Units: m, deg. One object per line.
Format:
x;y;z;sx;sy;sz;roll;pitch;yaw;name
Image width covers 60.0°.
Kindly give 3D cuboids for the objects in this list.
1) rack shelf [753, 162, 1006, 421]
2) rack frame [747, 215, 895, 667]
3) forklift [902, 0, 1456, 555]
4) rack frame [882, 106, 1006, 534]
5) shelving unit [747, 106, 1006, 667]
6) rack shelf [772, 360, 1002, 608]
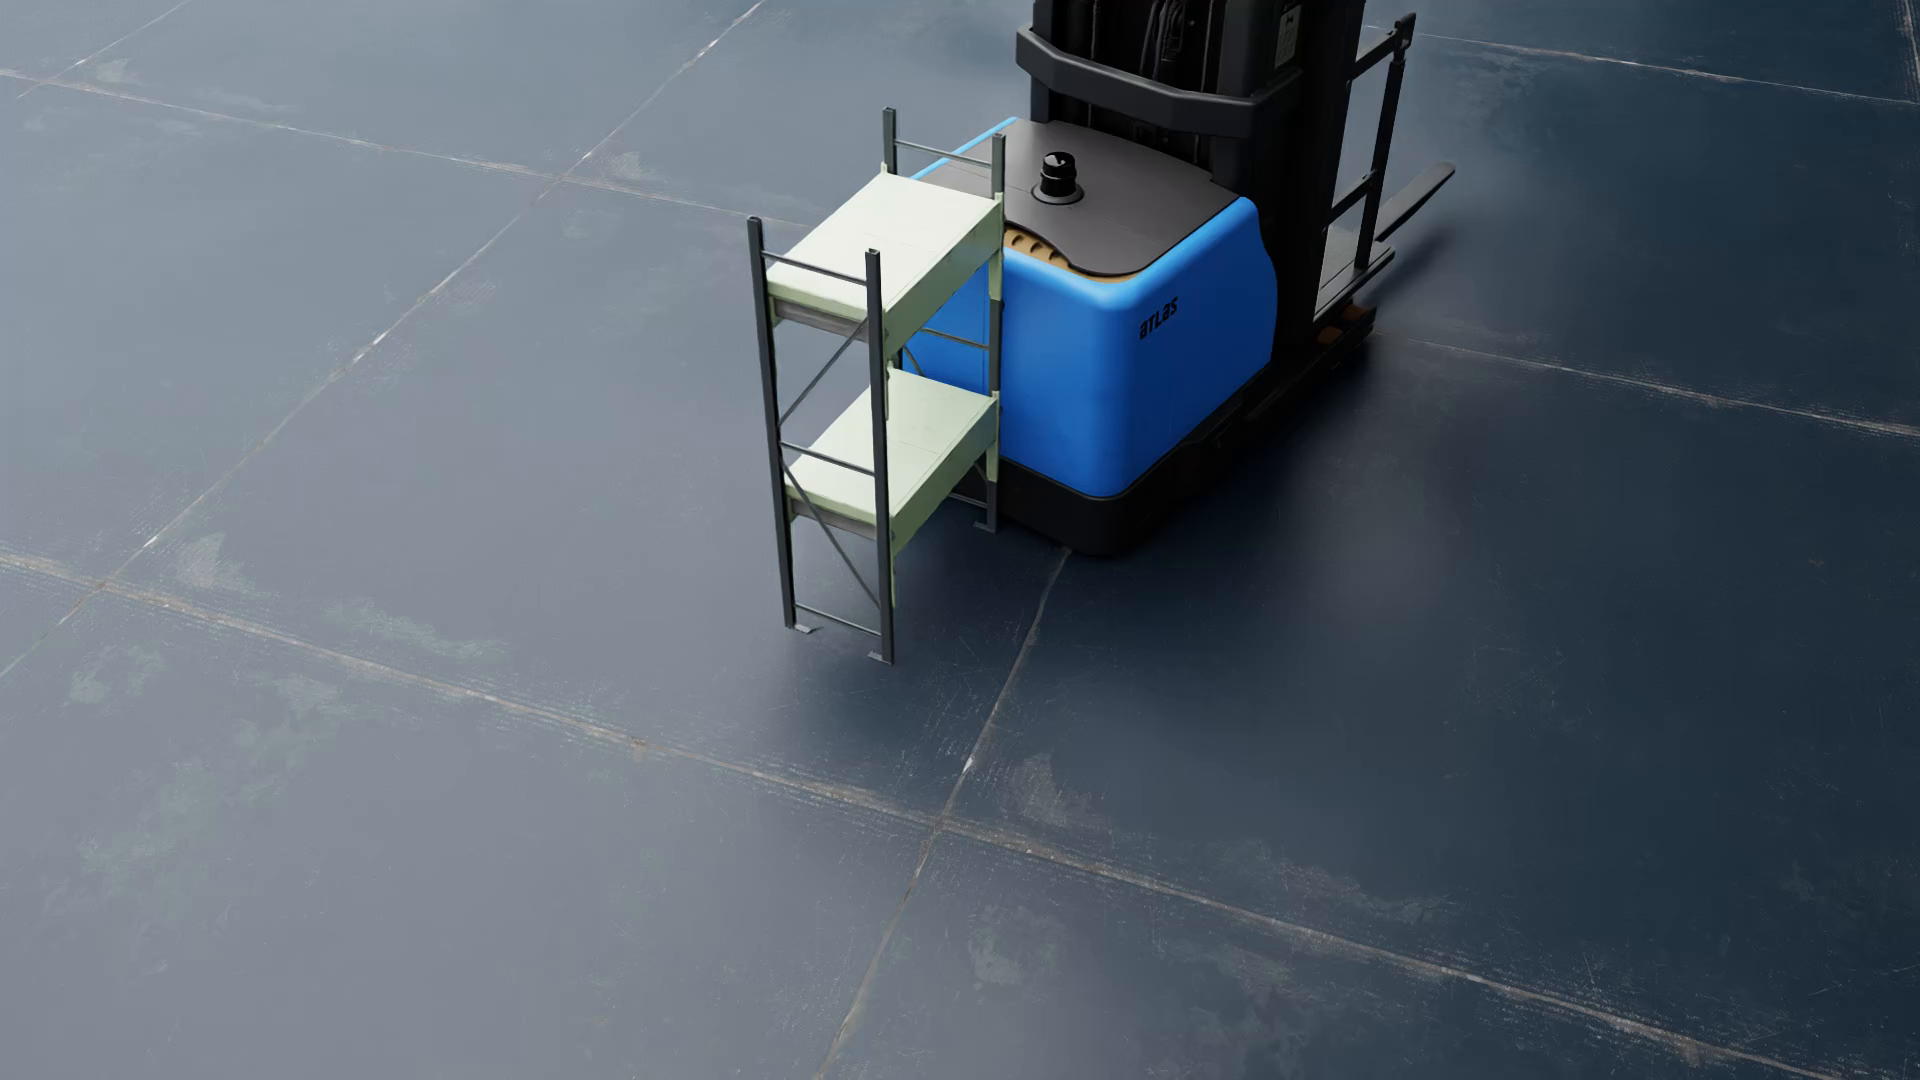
-0.219;-0.743;4.864;0.431;0.370;0.720;19;44;21;rack shelf
-0.389;-0.235;4.870;0.400;1.500;0.023;19;44;21;rack frame
1.001;-1.964;5.794;1.130;2.935;3.031;27;47;28;forklift
-0.049;-0.656;5.364;0.400;1.500;0.023;19;44;21;rack frame
-0.219;-0.446;5.117;0.431;1.500;0.755;19;44;21;shelving unit
-0.219;-0.198;5.329;0.431;0.370;0.720;19;44;21;rack shelf
